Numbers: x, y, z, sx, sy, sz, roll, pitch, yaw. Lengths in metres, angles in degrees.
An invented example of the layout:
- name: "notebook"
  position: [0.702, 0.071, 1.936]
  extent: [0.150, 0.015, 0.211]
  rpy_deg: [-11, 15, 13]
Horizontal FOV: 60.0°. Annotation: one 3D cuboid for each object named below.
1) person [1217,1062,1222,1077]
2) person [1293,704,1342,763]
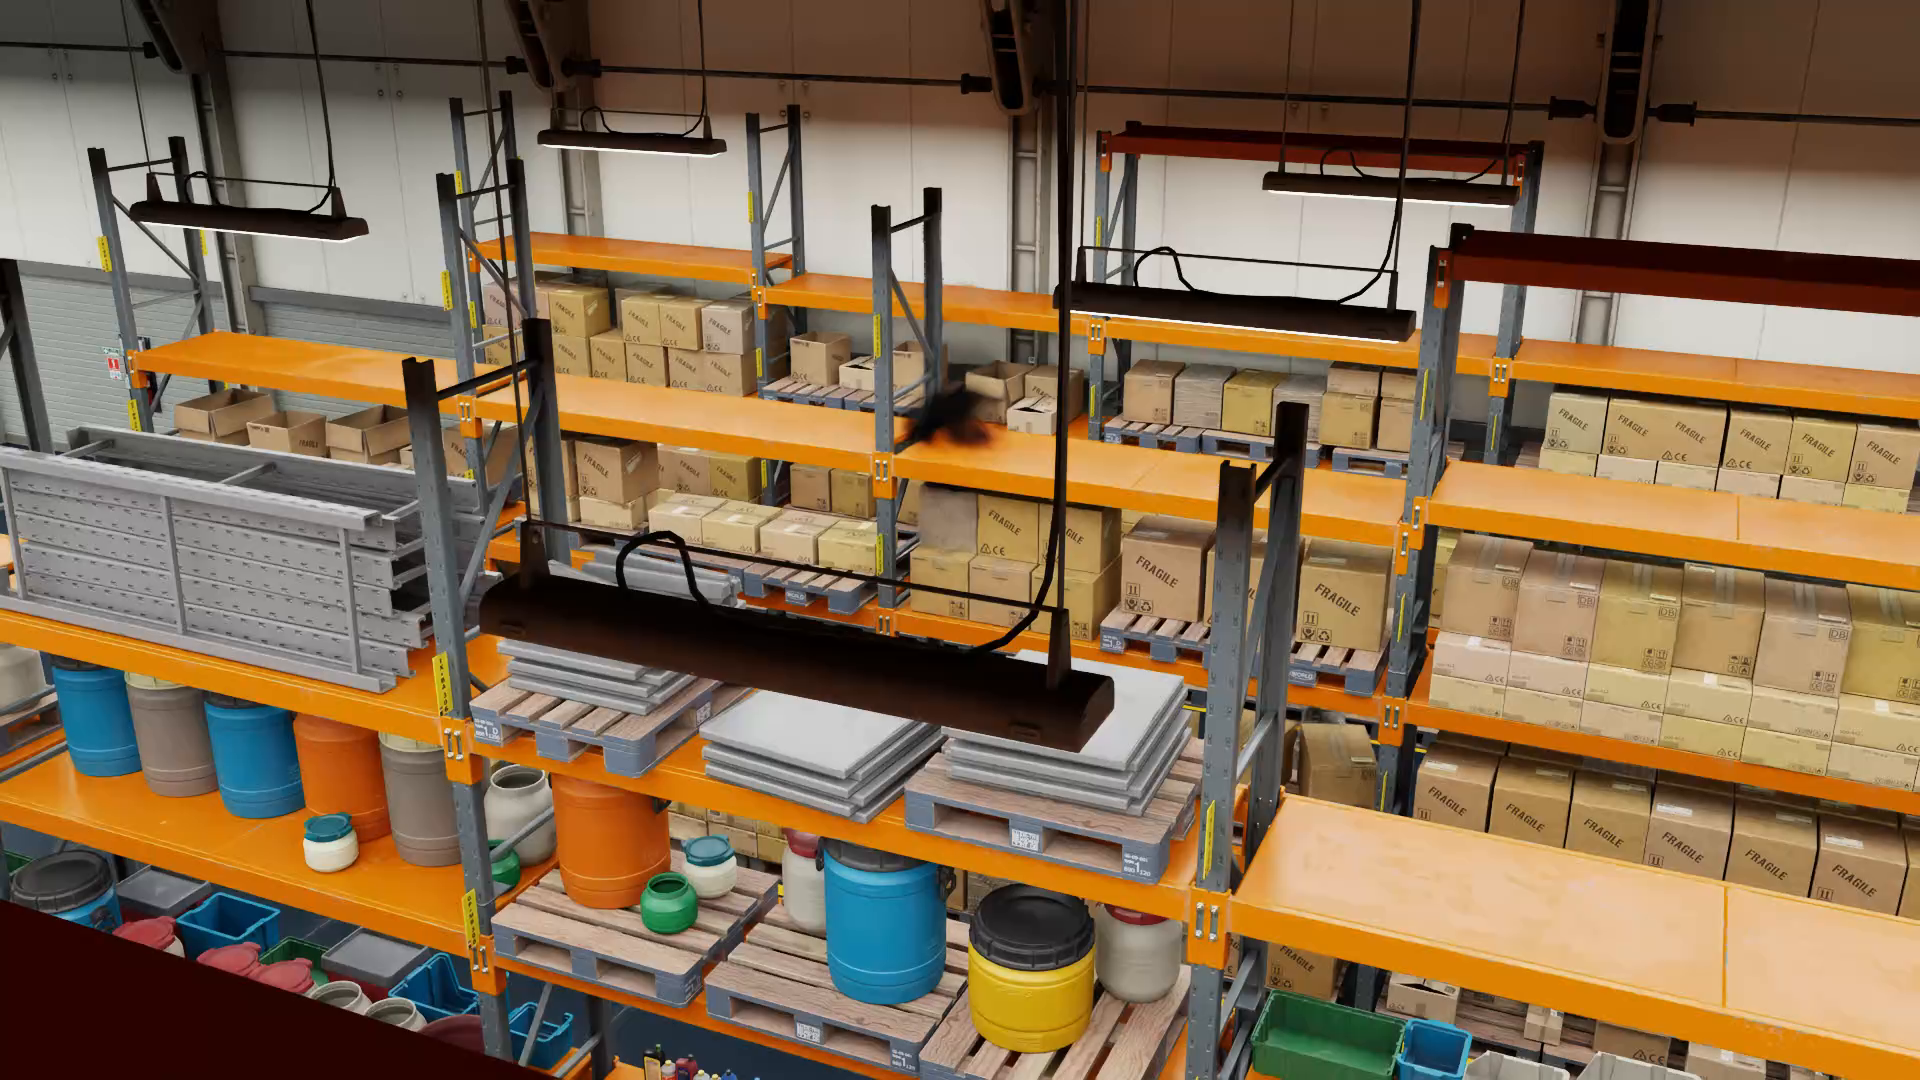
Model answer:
- name: "person"
  position: [1.515, 3.667, 10.329]
  extent: [1.091, 1.458, 0.549]
  rpy_deg: [9, 22, 23]
- name: "person"
  position: [3.363, 1.395, 15.657]
  extent: [0.938, 1.807, 0.682]
  rpy_deg: [7, 22, 17]
